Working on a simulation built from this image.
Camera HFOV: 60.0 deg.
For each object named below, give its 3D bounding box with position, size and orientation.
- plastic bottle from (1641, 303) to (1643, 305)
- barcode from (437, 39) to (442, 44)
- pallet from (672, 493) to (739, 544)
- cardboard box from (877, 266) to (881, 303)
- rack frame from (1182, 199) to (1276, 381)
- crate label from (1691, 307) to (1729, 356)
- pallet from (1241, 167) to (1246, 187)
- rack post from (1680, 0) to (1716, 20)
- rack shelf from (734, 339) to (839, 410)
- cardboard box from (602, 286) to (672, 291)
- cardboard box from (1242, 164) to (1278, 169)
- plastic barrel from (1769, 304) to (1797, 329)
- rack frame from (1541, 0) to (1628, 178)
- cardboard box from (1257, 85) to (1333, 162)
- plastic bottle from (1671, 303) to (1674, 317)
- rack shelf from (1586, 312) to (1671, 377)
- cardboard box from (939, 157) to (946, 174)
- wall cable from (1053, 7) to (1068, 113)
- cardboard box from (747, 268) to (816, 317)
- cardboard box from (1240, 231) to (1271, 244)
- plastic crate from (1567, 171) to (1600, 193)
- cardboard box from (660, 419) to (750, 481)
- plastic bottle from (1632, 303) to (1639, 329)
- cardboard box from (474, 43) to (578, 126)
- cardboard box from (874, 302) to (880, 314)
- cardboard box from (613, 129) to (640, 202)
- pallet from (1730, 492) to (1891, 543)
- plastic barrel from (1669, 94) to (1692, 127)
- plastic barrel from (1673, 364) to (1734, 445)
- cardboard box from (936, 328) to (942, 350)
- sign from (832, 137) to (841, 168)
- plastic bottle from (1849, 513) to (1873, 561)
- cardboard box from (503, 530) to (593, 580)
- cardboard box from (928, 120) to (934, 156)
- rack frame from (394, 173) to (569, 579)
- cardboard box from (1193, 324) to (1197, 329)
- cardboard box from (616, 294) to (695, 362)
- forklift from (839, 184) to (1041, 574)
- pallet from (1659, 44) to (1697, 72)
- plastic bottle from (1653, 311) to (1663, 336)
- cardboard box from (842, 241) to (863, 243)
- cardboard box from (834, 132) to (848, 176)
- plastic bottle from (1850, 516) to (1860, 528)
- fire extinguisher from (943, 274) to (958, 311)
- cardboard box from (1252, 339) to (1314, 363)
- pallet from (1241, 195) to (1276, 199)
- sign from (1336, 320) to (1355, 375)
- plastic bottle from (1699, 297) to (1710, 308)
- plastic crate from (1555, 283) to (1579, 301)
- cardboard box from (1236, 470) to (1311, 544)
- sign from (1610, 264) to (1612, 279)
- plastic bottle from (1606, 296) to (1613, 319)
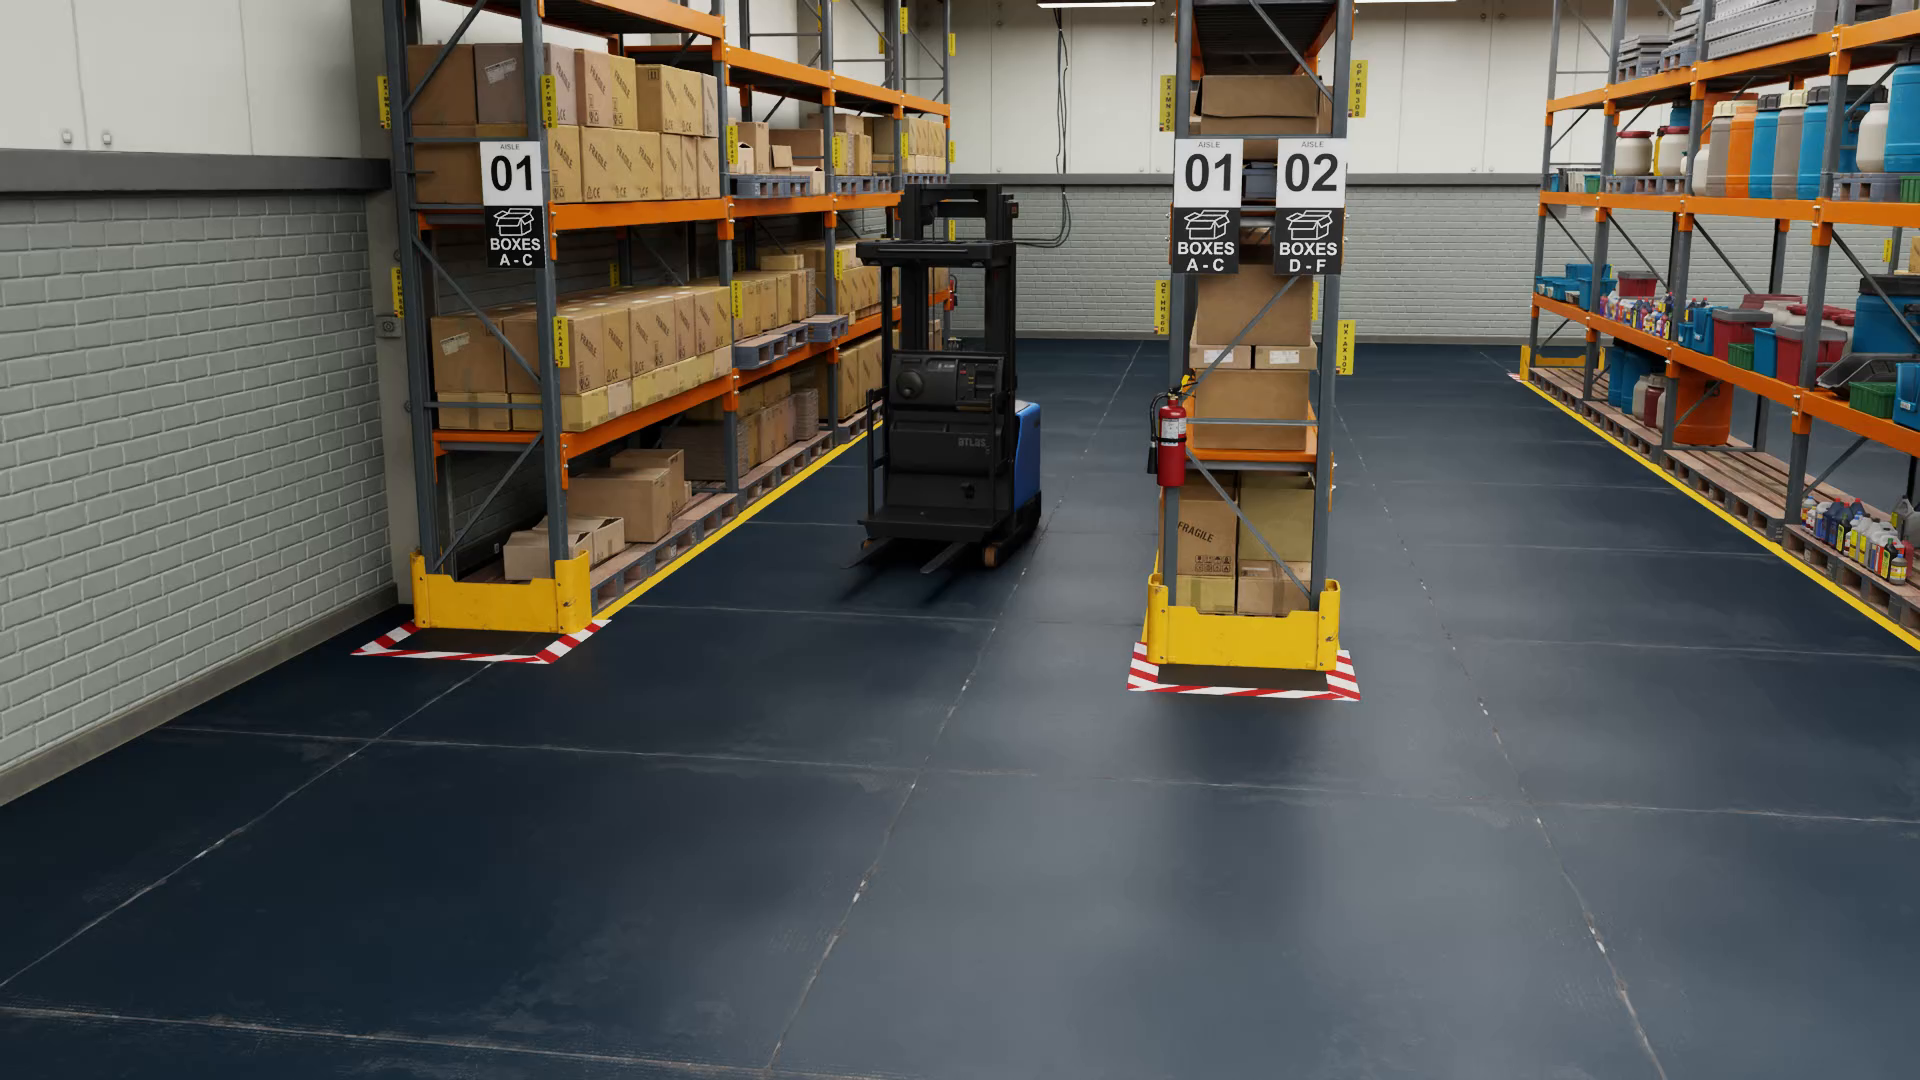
[{"bbox_3d":[7.824,-2.565,19.051,0.061,0.283,0.133,2,12,9],"label":"plastic bottle"},{"bbox_3d":[-3.506,-3.339,11.210,0.001,0.075,0.075,2,12,9],"label":"barcode"},{"bbox_3d":[-2.575,-0.206,14.447,1.003,0.211,1.213,2,12,9],"label":"pallet"},{"bbox_3d":[-1.252,-3.264,21.029,0.500,0.500,0.500,2,12,9],"label":"cardboard box"},{"bbox_3d":[2.389,-1.550,14.066,1.000,3.000,0.127,2,12,9],"label":"rack frame"},{"bbox_3d":[7.478,-2.041,16.259,0.502,0.435,0.616,2,12,9],"label":"crate label"},{"bbox_3d":[2.283,-2.795,12.932,1.003,0.211,1.213,2,12,9],"label":"pallet"},{"bbox_3d":[7.921,-5.572,17.263,0.624,0.289,0.986,2,12,9],"label":"rack post"},{"bbox_3d":[-2.199,-1.775,16.815,1.077,0.370,4.000,2,12,9],"label":"rack shelf"},{"bbox_3d":[-2.785,-1.922,14.320,0.500,0.500,0.500,2,12,7],"label":"cardboard box"},{"bbox_3d":[2.493,-3.276,14.316,0.500,0.250,0.500,3,13,15],"label":"cardboard box"},{"bbox_3d":[7.886,-1.967,15.737,0.421,0.512,0.421,0,12,0],"label":"plastic barrel"},{"bbox_3d":[9.128,-6.820,24.277,1.000,3.000,0.127,2,12,9],"label":"rack frame"},{"bbox_3d":[2.299,-2.843,11.380,0.500,0.500,0.500,2,12,9],"label":"cardboard box"},{"bbox_3d":[8.512,-2.718,19.791,0.097,0.271,0.097,0,12,0],"label":"plastic bottle"},{"bbox_3d":[8.206,-2.286,19.190,1.077,0.370,4.000,2,12,9],"label":"rack shelf"},{"bbox_3d":[-0.511,-5.694,25.296,0.500,0.250,0.500,2,12,10],"label":"cardboard box"},{"bbox_3d":[3.235,-9.170,30.565,3.097,2.526,0.112,2,12,9],"label":"wall cable"},{"bbox_3d":[-1.954,-2.708,18.159,0.700,0.500,0.500,0,12,2],"label":"cardboard box"},{"bbox_3d":[3.970,-3.842,22.091,0.500,0.500,0.500,2,12,10],"label":"cardboard box"},{"bbox_3d":[8.483,-4.844,22.511,0.437,0.282,0.530,2,12,9],"label":"plastic crate"},{"bbox_3d":[-2.410,-0.857,15.738,0.700,0.500,0.500,2,12,11],"label":"cardboard box"},{"bbox_3d":[7.763,-2.567,19.060,0.061,0.283,0.133,2,12,9],"label":"plastic bottle"},{"bbox_3d":[-2.822,-2.963,10.846,0.500,0.500,0.500,1,12,5],"label":"cardboard box"},{"bbox_3d":[-1.234,-2.971,21.209,0.380,0.149,0.250,2,12,9],"label":"cardboard box"},{"bbox_3d":[-2.629,-2.683,11.916,0.500,0.500,0.500,2,12,11],"label":"cardboard box"},{"bbox_3d":[7.365,-0.191,14.376,1.003,0.211,1.213,2,12,9],"label":"pallet"},{"bbox_3d":[8.402,-4.611,18.961,0.600,0.901,0.708,2,12,9],"label":"plastic barrel"},{"bbox_3d":[7.956,-1.468,17.841,0.600,0.830,0.708,2,12,9],"label":"plastic barrel"},{"bbox_3d":[-0.670,-3.042,25.927,0.700,0.500,0.500,2,12,9],"label":"cardboard box"},{"bbox_3d":[-1.355,-4.244,18.217,0.100,0.325,0.005,2,12,9],"label":"sign"},{"bbox_3d":[6.654,-0.027,12.241,0.144,0.351,0.185,2,12,8],"label":"plastic bottle"},{"bbox_3d":[-2.926,0.081,11.836,0.500,0.311,0.500,0,12,2],"label":"cardboard box"},{"bbox_3d":[-0.663,-5.848,24.230,0.500,0.500,0.500,1,12,6],"label":"cardboard box"},{"bbox_3d":[-3.122,-0.877,10.944,1.000,3.000,0.127,2,12,9],"label":"rack frame"},{"bbox_3d":[1.842,-1.439,11.773,0.380,0.149,0.250,2,12,10],"label":"cardboard box"},{"bbox_3d":[-2.433,-1.696,13.271,0.500,0.500,0.500,2,12,7],"label":"cardboard box"},{"bbox_3d":[-0.160,-1.306,13.095,1.130,2.935,3.031,3,13,15],"label":"forklift"},{"bbox_3d":[8.039,-5.016,17.304,1.213,0.211,1.003,2,12,9],"label":"pallet"},{"bbox_3d":[7.640,-2.369,18.170,0.097,0.271,0.097,0,12,0],"label":"plastic bottle"},{"bbox_3d":[-1.262,-3.628,20.937,0.500,0.250,0.500,2,12,10],"label":"cardboard box"},{"bbox_3d":[-1.746,-4.602,19.828,0.700,0.500,0.500,3,12,12],"label":"cardboard box"},{"bbox_3d":[6.734,-0.045,12.512,0.097,0.271,0.097,0,12,0],"label":"plastic bottle"},{"bbox_3d":[-0.182,-4.004,26.522,0.296,0.674,0.183,2,12,9],"label":"fire extinguisher"},{"bbox_3d":[2.085,-1.213,10.726,0.380,0.149,0.250,2,12,7],"label":"cardboard box"},{"bbox_3d":[2.512,-3.107,14.625,0.805,0.209,1.217,1,12,6],"label":"pallet"},{"bbox_3d":[2.321,-1.160,10.014,0.100,0.325,0.005,2,12,9],"label":"sign"},{"bbox_3d":[8.526,-2.599,19.050,0.144,0.351,0.185,2,12,9],"label":"plastic bottle"},{"bbox_3d":[8.516,-3.457,23.170,0.416,0.233,0.300,2,12,9],"label":"plastic crate"},{"bbox_3d":[2.215,-0.258,11.822,0.500,0.500,0.500,2,12,9],"label":"cardboard box"},{"bbox_3d":[9.674,-3.952,24.825,0.100,0.325,0.005,2,12,9],"label":"sign"},{"bbox_3d":[8.000,-2.856,20.432,0.097,0.271,0.097,0,12,0],"label":"plastic bottle"}]
